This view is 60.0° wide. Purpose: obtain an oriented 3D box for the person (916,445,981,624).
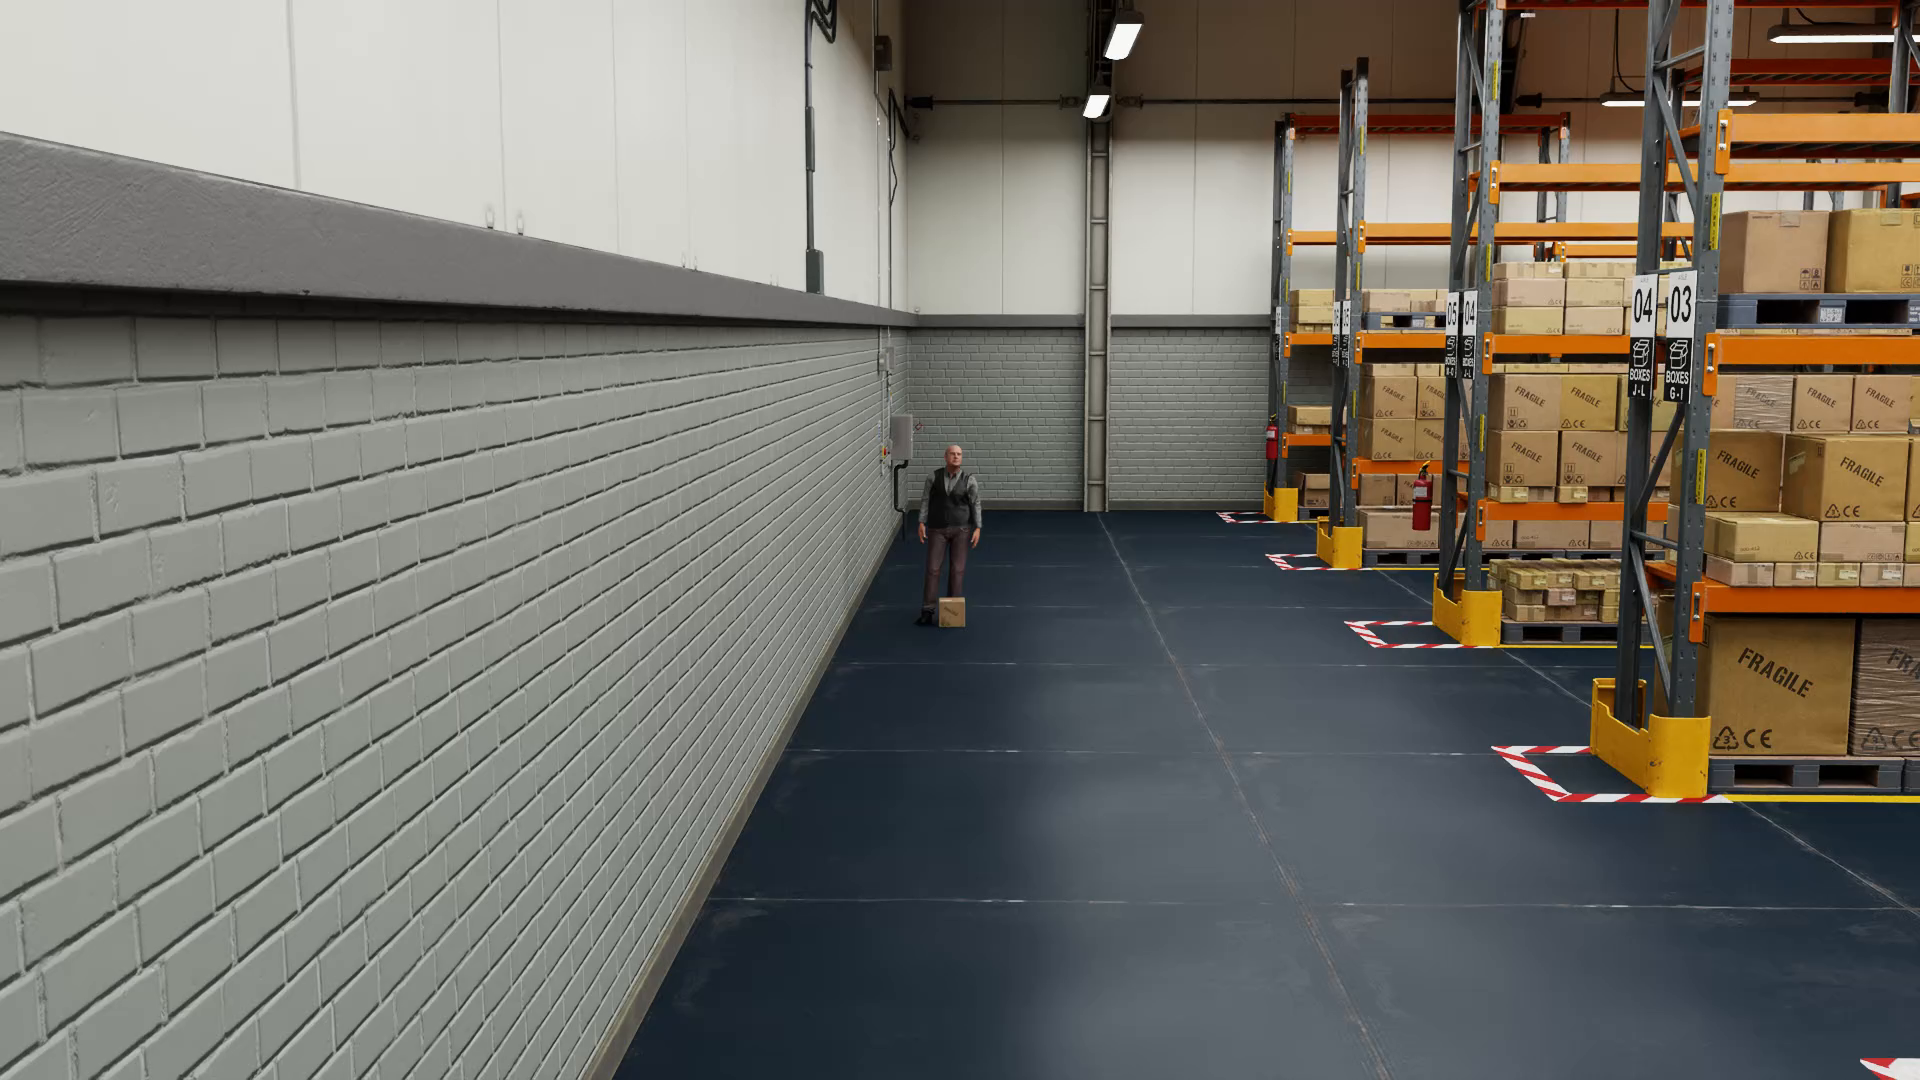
[{"bbox_3d":[-0.106,-0.063,16.301,0.632,1.720,0.568,0,7,1],"label":"person"}]
